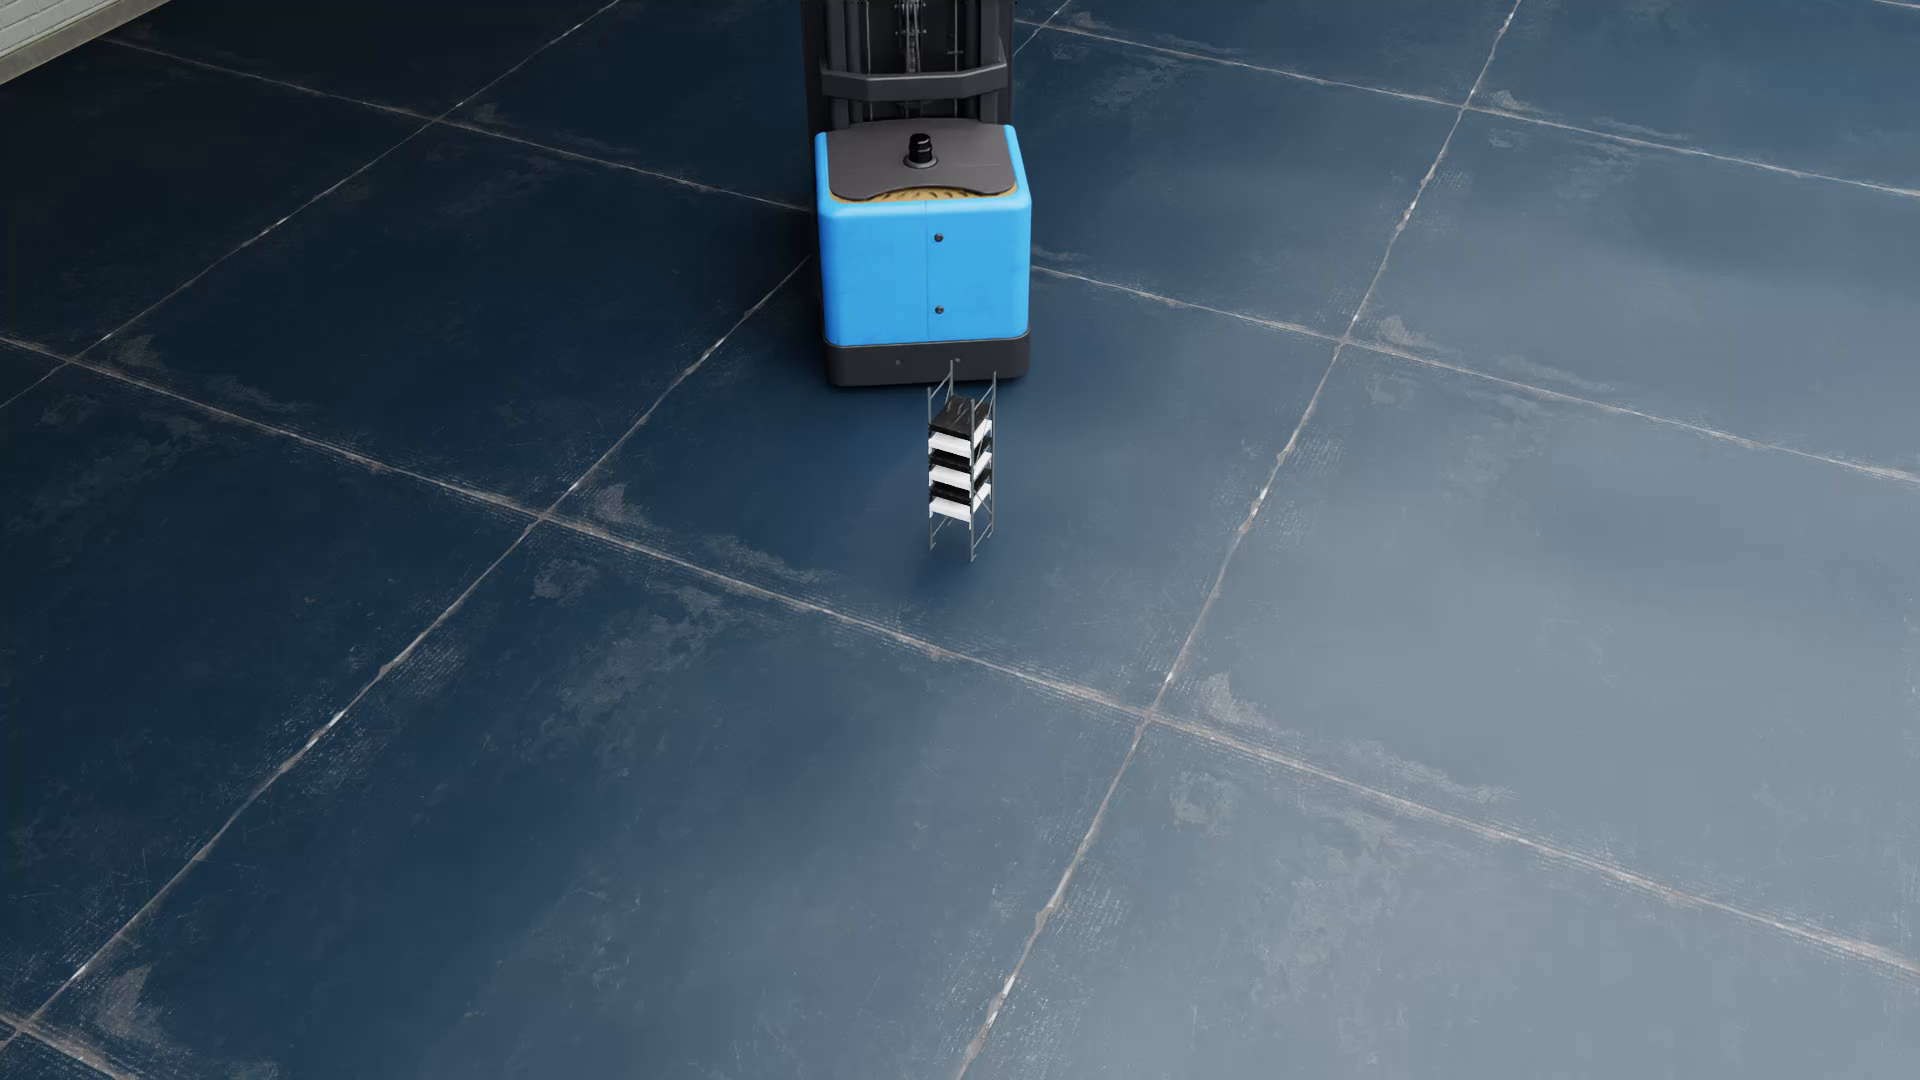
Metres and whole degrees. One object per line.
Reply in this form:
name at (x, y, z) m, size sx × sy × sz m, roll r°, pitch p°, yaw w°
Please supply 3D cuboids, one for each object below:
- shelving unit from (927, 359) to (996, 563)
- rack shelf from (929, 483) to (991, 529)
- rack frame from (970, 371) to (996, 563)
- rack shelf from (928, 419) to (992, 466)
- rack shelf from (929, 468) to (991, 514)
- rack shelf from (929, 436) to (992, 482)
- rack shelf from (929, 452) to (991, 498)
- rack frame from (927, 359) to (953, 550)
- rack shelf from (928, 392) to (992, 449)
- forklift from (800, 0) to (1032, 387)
shelving unit at (0.007, -0.338, 7.337) m, size 0.210 × 0.900 × 0.258 m, roll 17°, pitch 44°, yaw 19°
rack shelf at (0.007, -0.177, 7.476) m, size 0.200 × 0.077 × 0.258 m, roll 17°, pitch 44°, yaw 19°
rack frame at (0.099, -0.310, 7.304) m, size 0.006 × 0.900 × 0.240 m, roll 17°, pitch 44°, yaw 19°
rack shelf at (0.007, -0.449, 7.241) m, size 0.200 × 0.077 × 0.258 m, roll 17°, pitch 44°, yaw 19°
rack shelf at (0.007, -0.245, 7.417) m, size 0.200 × 0.077 × 0.258 m, roll 17°, pitch 44°, yaw 19°
rack shelf at (0.007, -0.381, 7.299) m, size 0.200 × 0.077 × 0.258 m, roll 17°, pitch 44°, yaw 19°
rack shelf at (0.007, -0.313, 7.358) m, size 0.200 × 0.077 × 0.258 m, roll 17°, pitch 44°, yaw 19°
rack frame at (-0.085, -0.366, 7.369) m, size 0.006 × 0.900 × 0.240 m, roll 17°, pitch 44°, yaw 19°
rack shelf at (0.007, -0.517, 7.182) m, size 0.200 × 0.077 × 0.258 m, roll 17°, pitch 44°, yaw 19°
forklift at (-0.289, -2.842, 8.675) m, size 1.130 × 2.935 × 3.031 m, roll -3°, pitch 41°, yaw -4°
